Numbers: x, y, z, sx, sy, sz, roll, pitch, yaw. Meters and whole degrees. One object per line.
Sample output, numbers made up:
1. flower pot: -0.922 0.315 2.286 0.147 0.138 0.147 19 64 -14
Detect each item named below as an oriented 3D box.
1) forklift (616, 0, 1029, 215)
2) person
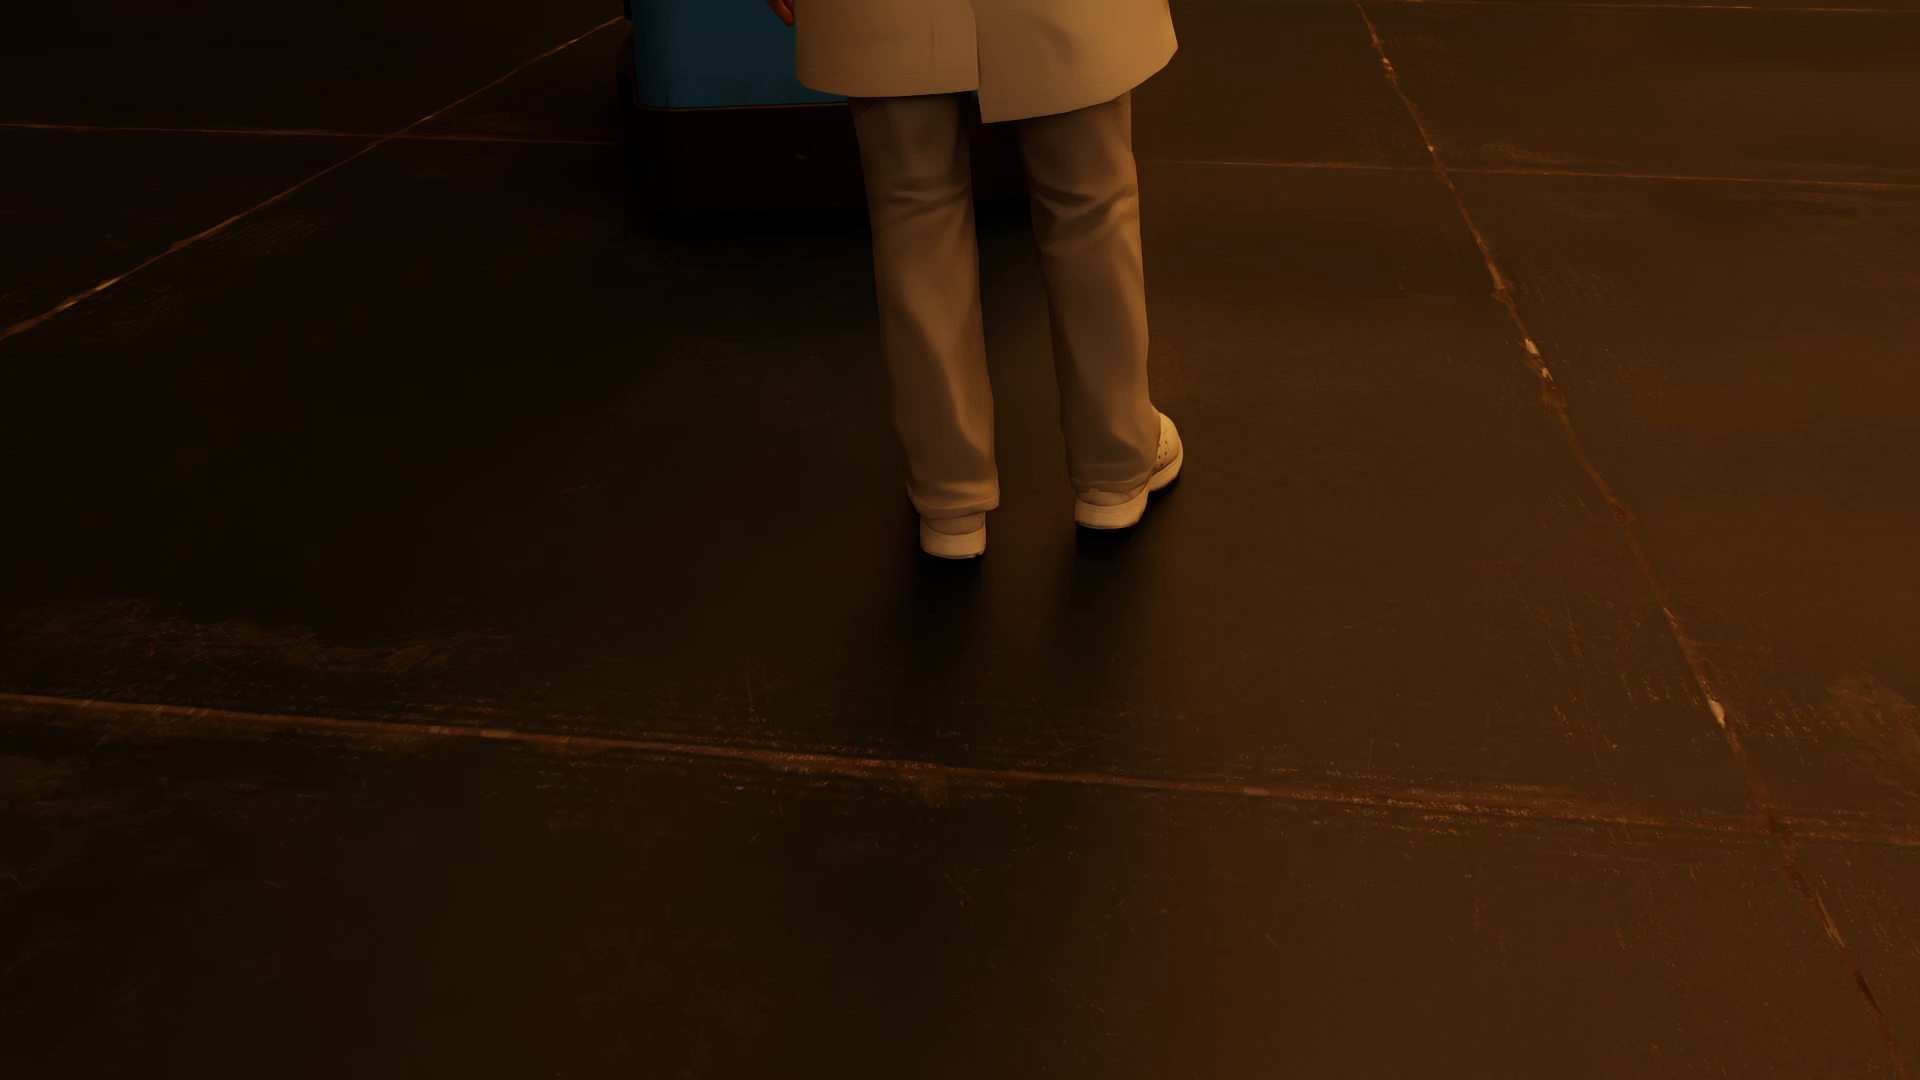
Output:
1. forklift: -0.487 -2.699 4.626 1.130 2.935 3.031 -5 27 -9
2. person: 0.016 -0.842 2.181 0.698 1.777 0.578 3 27 7
